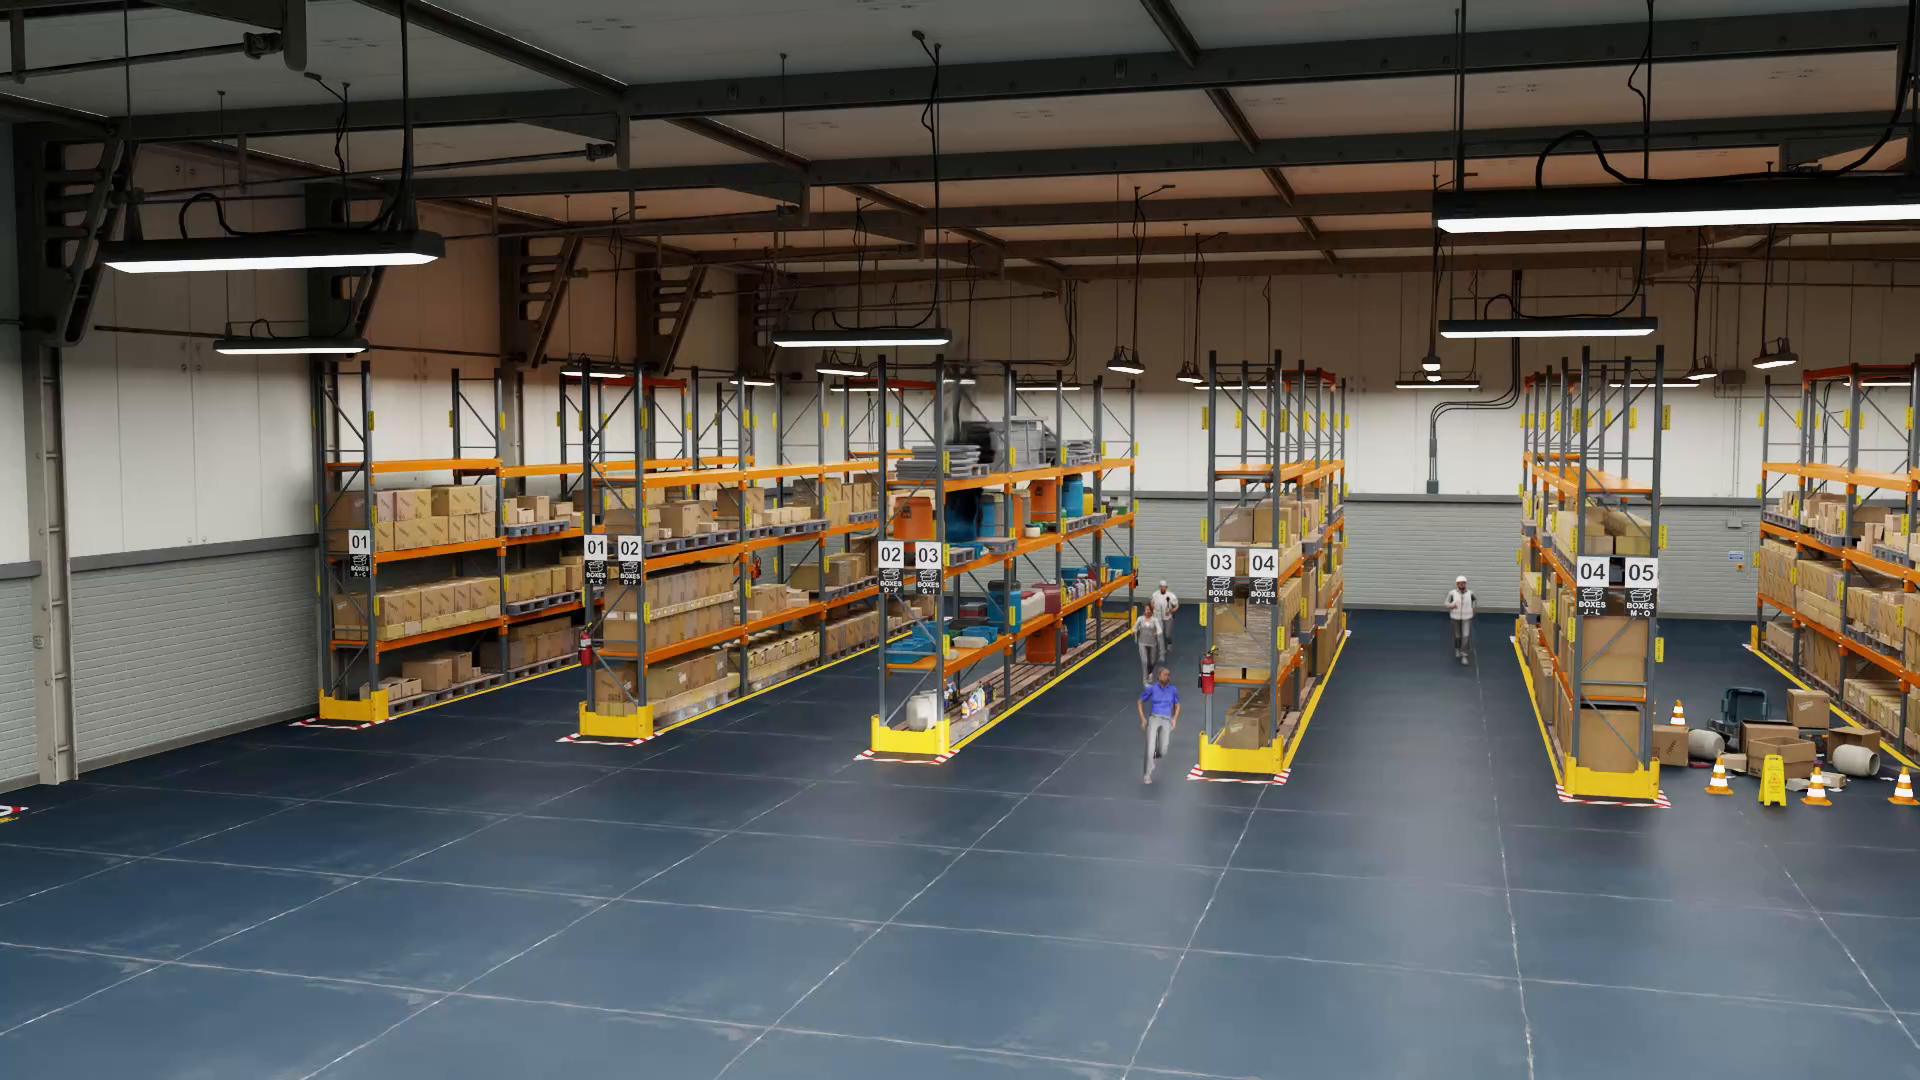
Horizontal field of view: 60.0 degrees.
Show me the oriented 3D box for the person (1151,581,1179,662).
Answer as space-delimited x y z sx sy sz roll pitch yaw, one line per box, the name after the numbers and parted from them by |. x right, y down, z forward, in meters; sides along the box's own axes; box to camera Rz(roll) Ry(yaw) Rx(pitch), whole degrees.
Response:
4.309 1.681 35.087 0.629 1.666 0.935 1 4 17 | person

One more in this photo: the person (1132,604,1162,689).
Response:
3.506 1.978 31.130 0.545 1.574 0.859 0 4 3 | person

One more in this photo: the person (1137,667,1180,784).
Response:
2.773 2.565 23.205 0.613 1.607 0.511 0 4 -4 | person

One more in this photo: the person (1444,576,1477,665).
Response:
10.387 1.631 34.507 0.659 1.791 0.934 1 4 17 | person
